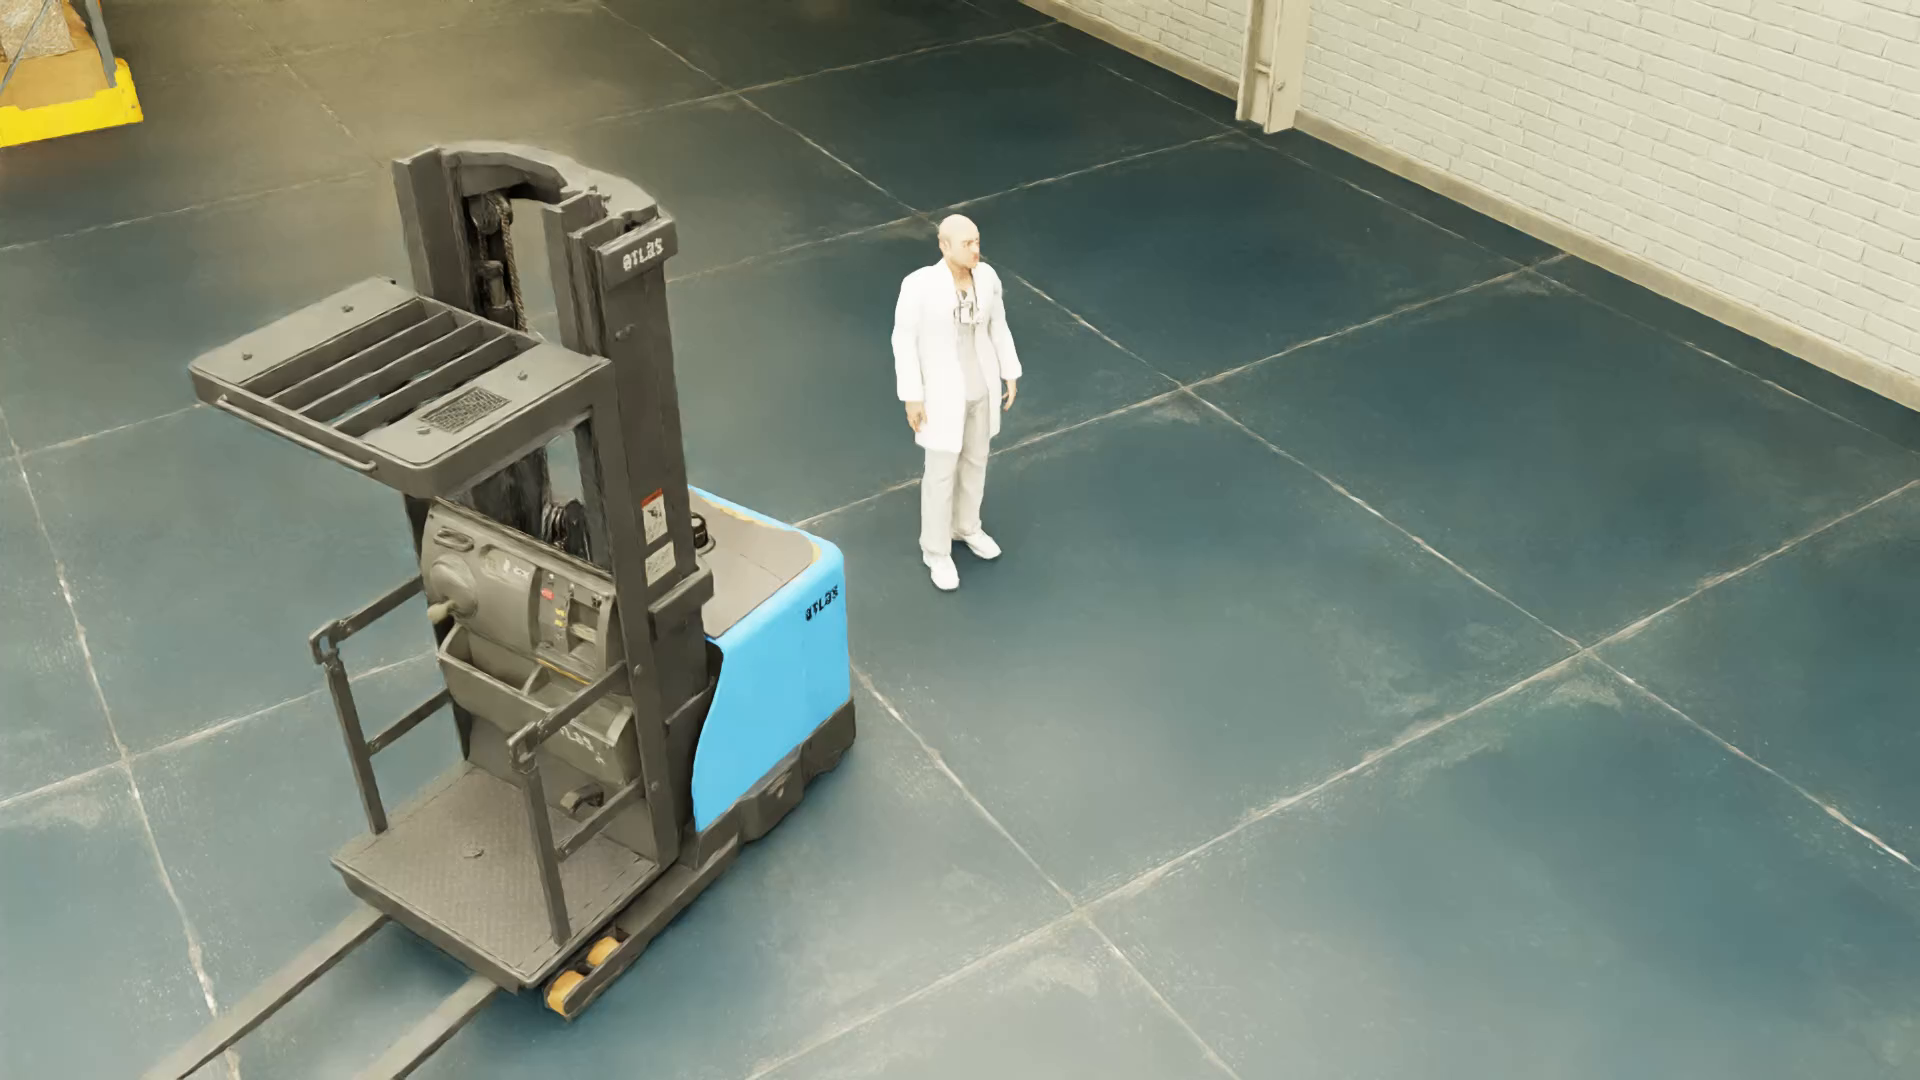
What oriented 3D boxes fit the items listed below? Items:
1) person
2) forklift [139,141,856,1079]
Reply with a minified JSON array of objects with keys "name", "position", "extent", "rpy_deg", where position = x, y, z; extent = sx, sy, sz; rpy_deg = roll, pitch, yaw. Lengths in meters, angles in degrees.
[{"name":"person","position":[0.046,-0.688,8.117],"extent":[0.694,1.776,0.579],"rpy_deg":[-21,40,-27]},{"name":"forklift","position":[-1.699,0.255,5.785],"extent":[1.130,2.935,3.031],"rpy_deg":[21,40,27]}]
